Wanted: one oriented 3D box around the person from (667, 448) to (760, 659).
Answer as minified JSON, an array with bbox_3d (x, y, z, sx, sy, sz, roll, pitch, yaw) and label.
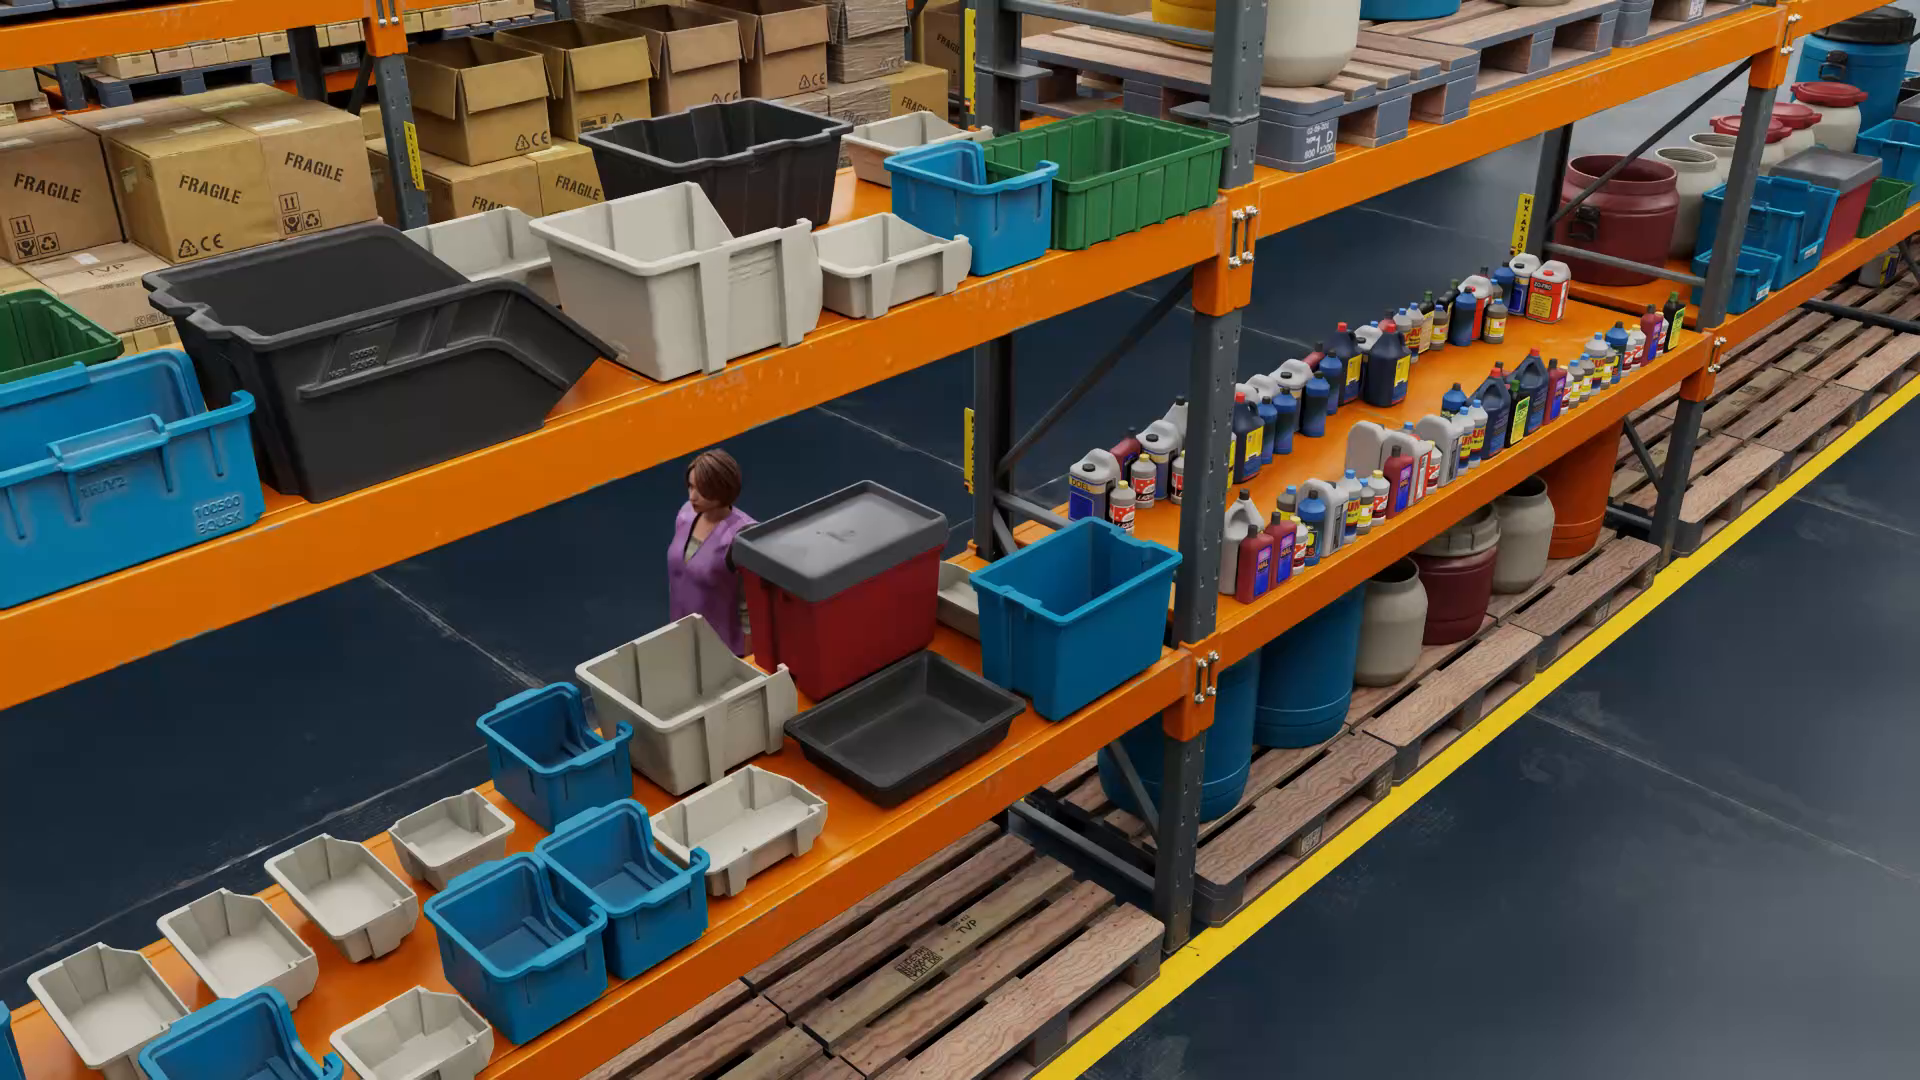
[{"bbox_3d":[-0.954,0.405,6.395,0.419,1.576,0.635,20,34,33],"label":"person"}]
